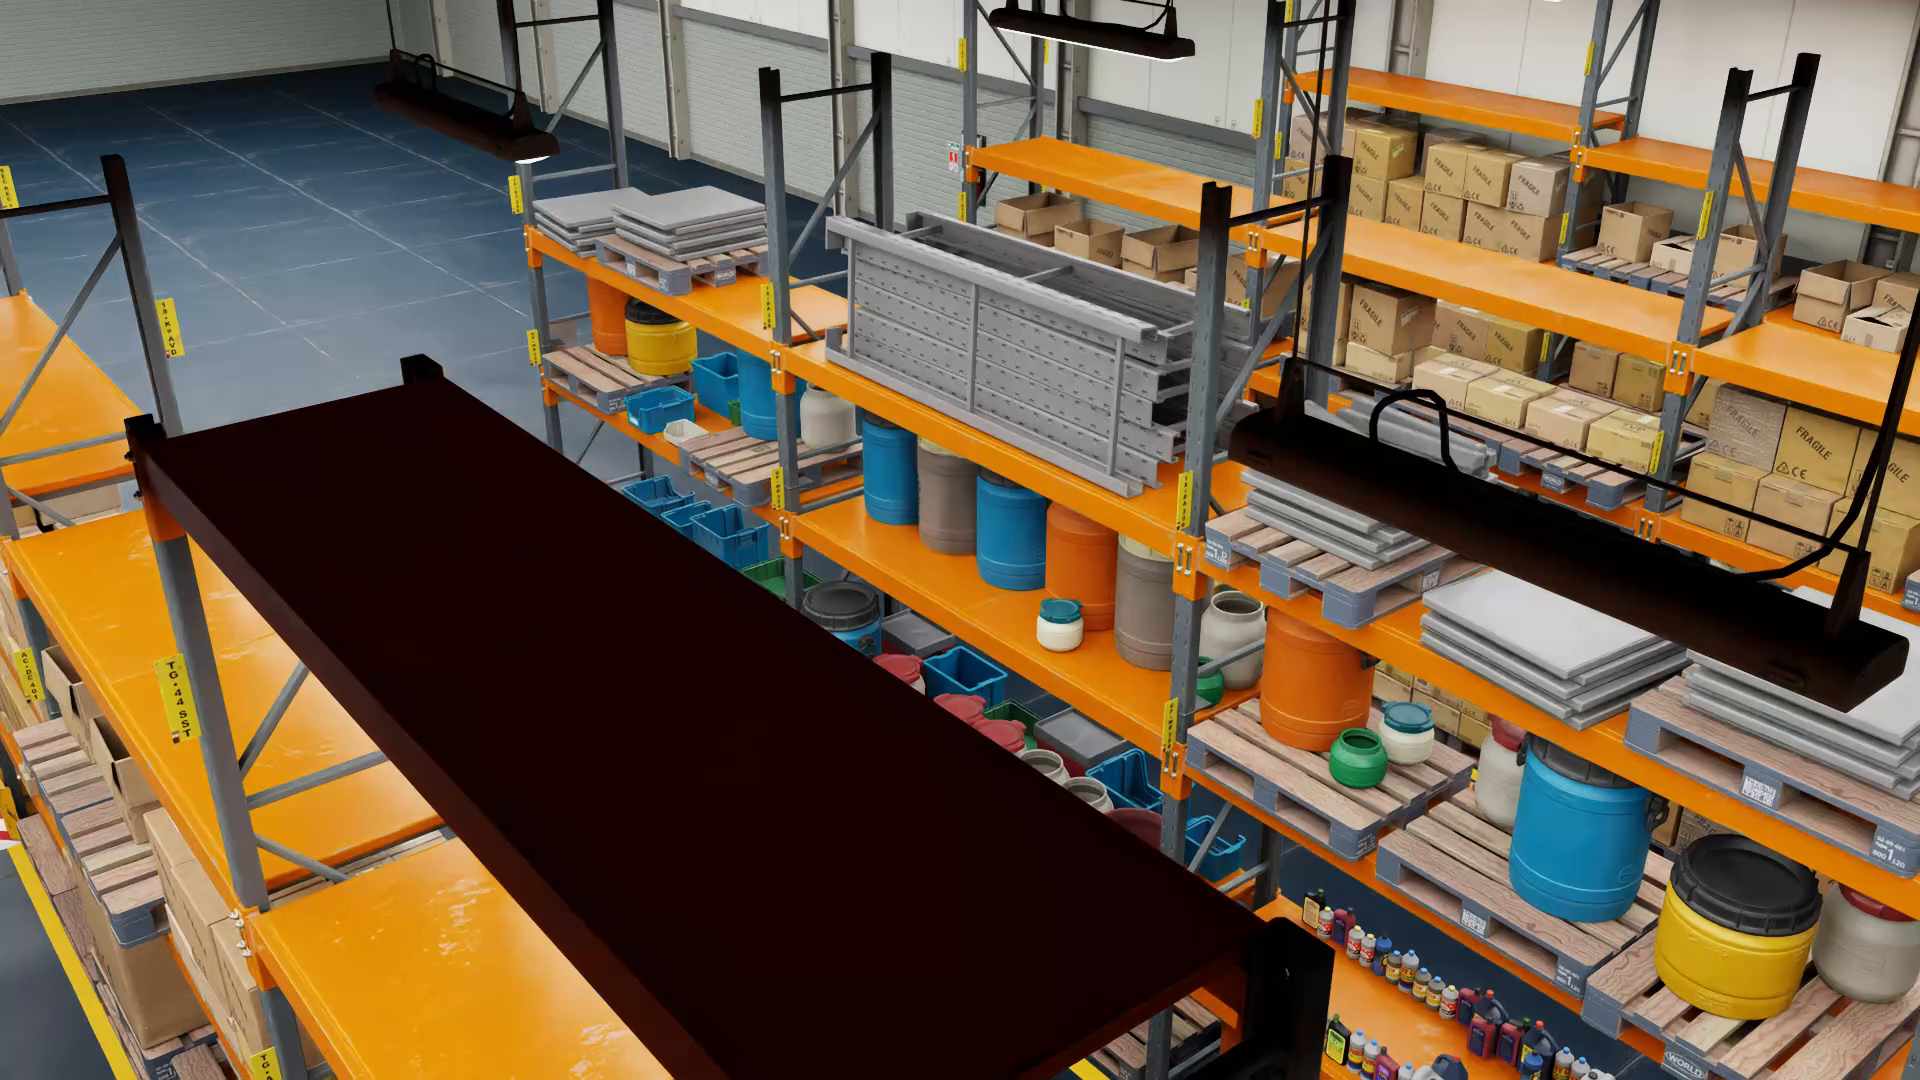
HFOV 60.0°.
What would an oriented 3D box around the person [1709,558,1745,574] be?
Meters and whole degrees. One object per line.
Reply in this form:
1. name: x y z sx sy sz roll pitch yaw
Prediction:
1. person: 7.038 0.433 15.358 1.008 1.733 0.502 21 33 37
